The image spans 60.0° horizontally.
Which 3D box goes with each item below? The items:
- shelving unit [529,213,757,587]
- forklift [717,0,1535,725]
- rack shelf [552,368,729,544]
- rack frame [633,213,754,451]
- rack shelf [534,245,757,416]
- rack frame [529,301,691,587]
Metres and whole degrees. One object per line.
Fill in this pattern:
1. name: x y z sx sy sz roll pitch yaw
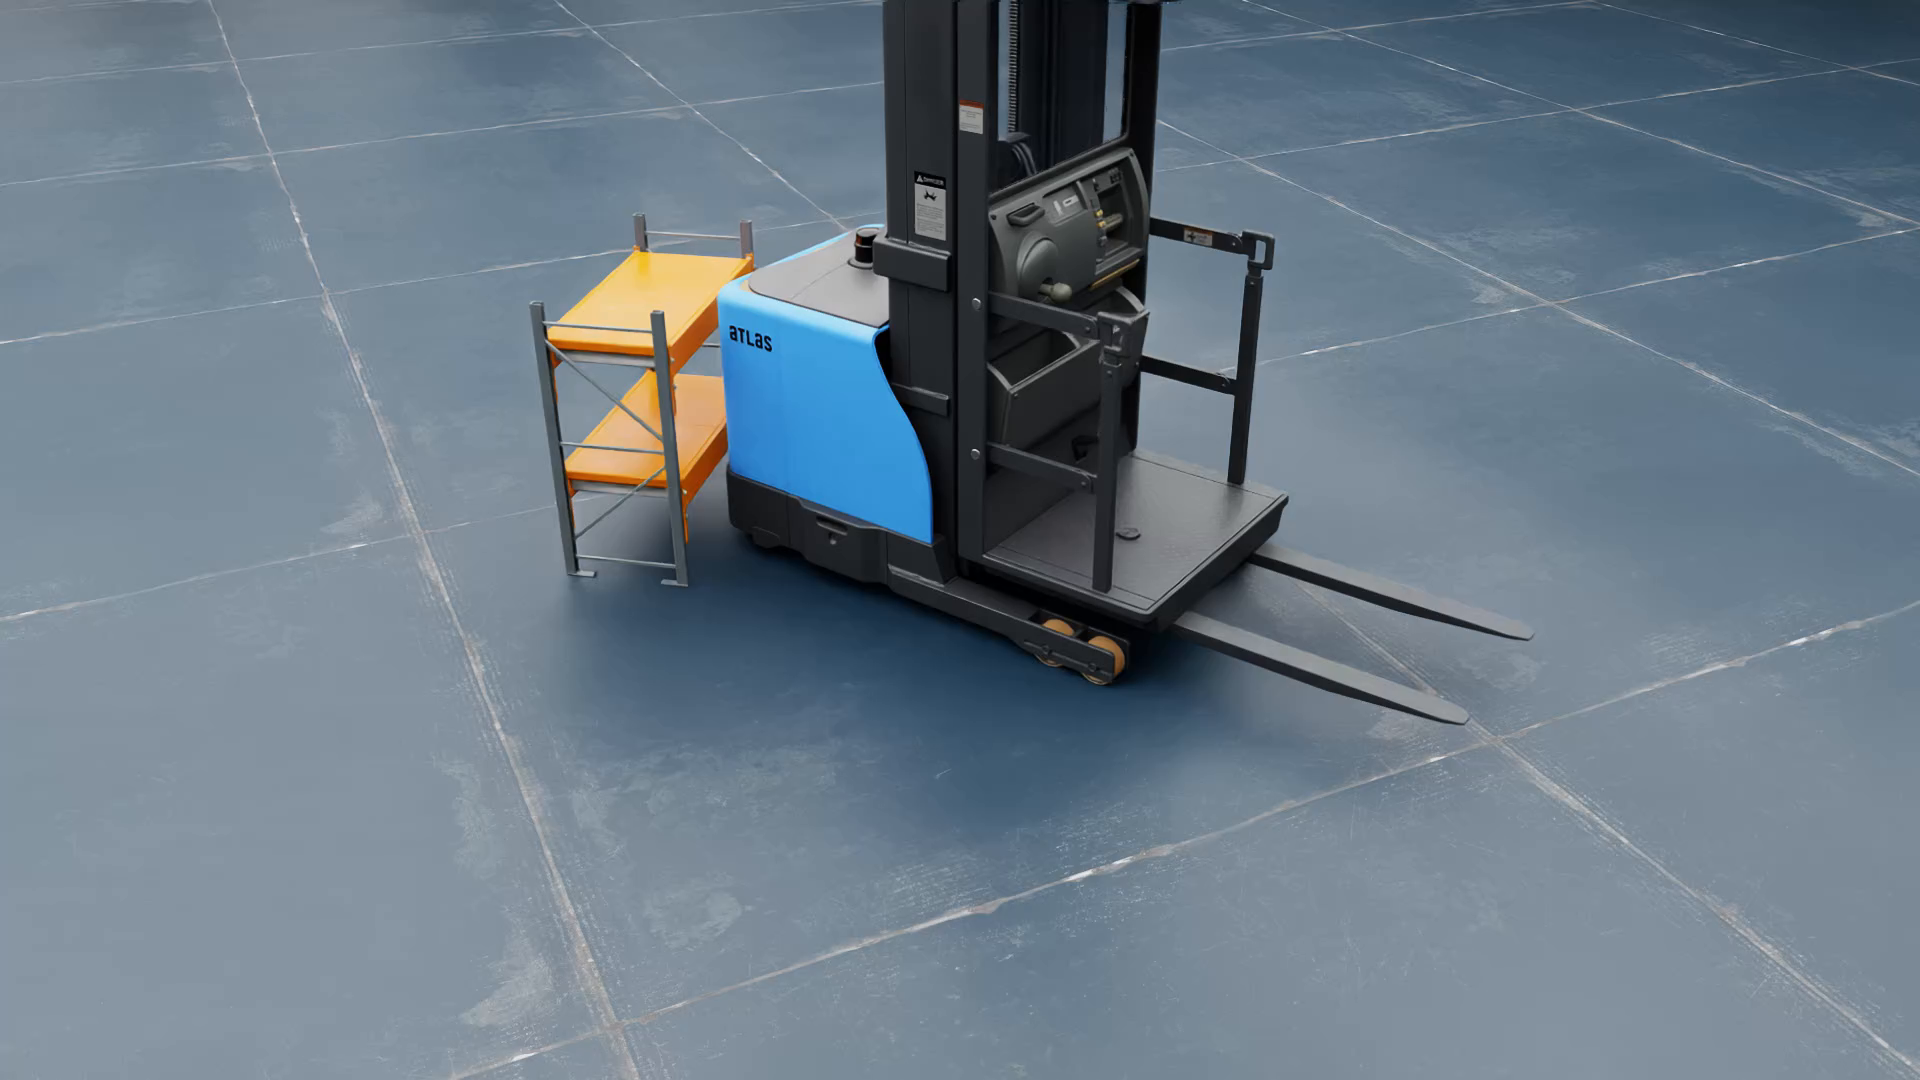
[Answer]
1. shelving unit: -1.195 -0.583 6.637 0.538 1.125 1.048 5 30 10
2. forklift: 0.559 -1.066 5.654 3.031 2.935 1.130 19 35 31
3. rack shelf: -1.194 -0.370 6.756 0.538 0.278 1.000 5 30 10
4. rack frame: -1.094 -0.827 7.072 0.500 1.125 0.032 5 30 10
5. rack shelf: -1.196 -0.838 6.494 0.538 0.278 1.000 5 30 10
6. rack frame: -1.295 -0.339 6.202 0.500 1.125 0.032 5 30 10
